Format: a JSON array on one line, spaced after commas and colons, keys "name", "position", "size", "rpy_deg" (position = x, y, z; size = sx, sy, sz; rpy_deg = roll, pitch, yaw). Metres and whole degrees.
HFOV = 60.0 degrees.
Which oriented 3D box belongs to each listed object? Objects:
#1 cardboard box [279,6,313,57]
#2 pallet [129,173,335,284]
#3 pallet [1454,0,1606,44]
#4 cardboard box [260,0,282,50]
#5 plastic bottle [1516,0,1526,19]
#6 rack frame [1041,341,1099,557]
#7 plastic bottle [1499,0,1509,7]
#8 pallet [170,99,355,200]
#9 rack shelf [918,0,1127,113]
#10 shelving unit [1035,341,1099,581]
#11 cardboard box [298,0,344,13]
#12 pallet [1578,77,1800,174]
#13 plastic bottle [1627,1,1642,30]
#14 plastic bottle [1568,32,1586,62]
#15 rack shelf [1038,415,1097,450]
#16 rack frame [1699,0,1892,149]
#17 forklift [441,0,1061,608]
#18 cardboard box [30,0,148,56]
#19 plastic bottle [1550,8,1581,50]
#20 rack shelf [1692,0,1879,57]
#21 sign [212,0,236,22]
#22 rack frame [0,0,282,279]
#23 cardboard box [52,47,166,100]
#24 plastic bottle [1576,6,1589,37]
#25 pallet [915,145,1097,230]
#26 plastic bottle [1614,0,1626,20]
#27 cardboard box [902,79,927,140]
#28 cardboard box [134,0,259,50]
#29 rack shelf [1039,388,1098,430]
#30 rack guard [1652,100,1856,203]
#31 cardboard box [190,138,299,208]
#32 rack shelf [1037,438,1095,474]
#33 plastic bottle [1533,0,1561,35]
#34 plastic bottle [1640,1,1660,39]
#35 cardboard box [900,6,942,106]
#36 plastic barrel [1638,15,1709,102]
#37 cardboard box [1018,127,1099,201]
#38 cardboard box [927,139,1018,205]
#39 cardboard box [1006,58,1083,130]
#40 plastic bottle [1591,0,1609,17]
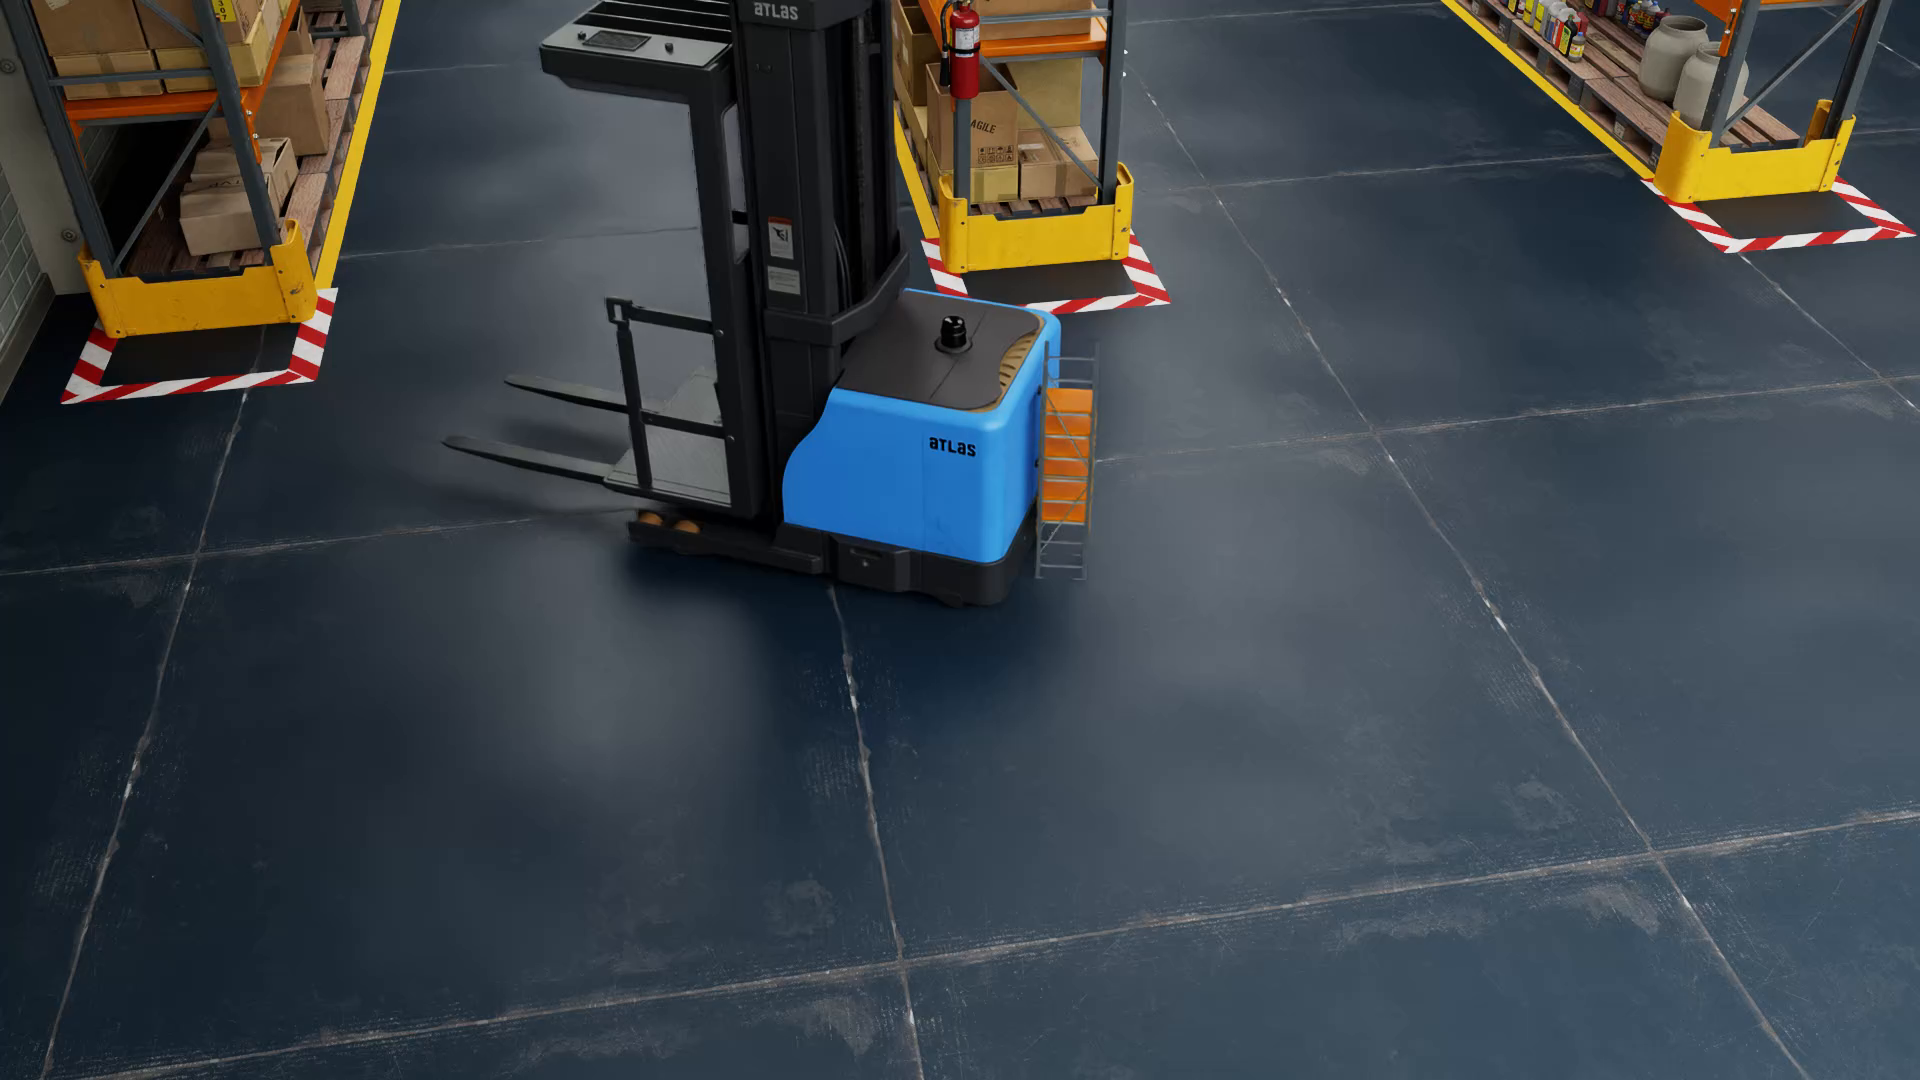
[{"name": "cardboard box", "position": [-4.894, -3.451, 11.825], "size": [0.500, 0.500, 0.500], "rpy_deg": [-9, 39, -11]}, {"name": "pallet", "position": [-4.535, -1.910, 10.436], "size": [1.003, 0.211, 1.213], "rpy_deg": [-6, 38, -8]}, {"name": "pallet", "position": [4.715, -4.441, 13.694], "size": [1.003, 0.211, 1.213], "rpy_deg": [-6, 38, -8]}, {"name": "cardboard box", "position": [-4.293, -3.060, 9.750], "size": [0.500, 0.250, 0.500], "rpy_deg": [-7, 38, -9]}, {"name": "plastic bottle", "position": [4.430, -4.201, 13.035], "size": [0.097, 0.201, 0.097], "rpy_deg": [0, 38, 0]}, {"name": "rack frame", "position": [0.492, -0.397, 7.683], "size": [0.240, 1.200, 0.006], "rpy_deg": [3, 38, 3]}, {"name": "plastic bottle", "position": [4.404, -4.434, 13.212], "size": [0.144, 0.351, 0.185], "rpy_deg": [-8, 39, -10]}, {"name": "pallet", "position": [-4.746, -2.645, 11.383], "size": [1.003, 0.211, 1.213], "rpy_deg": [-6, 38, -8]}, {"name": "rack shelf", "position": [0.111, -3.930, 11.349], "size": [1.077, 0.370, 4.000], "rpy_deg": [-6, 38, -8]}, {"name": "shelving unit", "position": [0.485, -0.341, 7.611], "size": [0.258, 1.200, 0.189], "rpy_deg": [3, 38, 3]}, {"name": "cardboard box", "position": [-5.261, -4.516, 13.197], "size": [0.700, 0.500, 0.500], "rpy_deg": [-5, 38, -6]}, {"name": "pallet", "position": [5.142, -2.967, 11.797], "size": [1.003, 0.211, 1.213], "rpy_deg": [-6, 38, -8]}, {"name": "plastic bottle", "position": [5.233, -4.061, 12.854], "size": [0.097, 0.201, 0.097], "rpy_deg": [0, 38, 0]}, {"name": "plastic bottle", "position": [4.586, -3.667, 12.347], "size": [0.097, 0.201, 0.097], "rpy_deg": [0, 38, 0]}, {"name": "rack shelf", "position": [0.485, -0.495, 7.491], "size": [0.258, 0.103, 0.180], "rpy_deg": [3, 38, 3]}, {"name": "rack frame", "position": [5.339, -3.536, 10.257], "size": [1.000, 3.000, 0.127], "rpy_deg": [-6, 38, -8]}, {"name": "forklift", "position": [-1.089, -1.379, 7.536], "size": [3.031, 2.935, 1.130], "rpy_deg": [11, 39, 14]}, {"name": "cardboard box", "position": [-4.706, -2.977, 9.032], "size": [0.500, 0.500, 0.500], "rpy_deg": [-7, 38, -8]}, {"name": "plastic bottle", "position": [4.568, -3.852, 12.524], "size": [0.152, 0.276, 0.135], "rpy_deg": [-6, 38, -8]}, {"name": "rack shelf", "position": [4.988, -4.460, 12.032], "size": [1.077, 0.370, 4.000], "rpy_deg": [-6, 38, -8]}, {"name": "sign", "position": [-3.880, -2.871, 8.695], "size": [0.100, 0.325, 0.005], "rpy_deg": [-6, 38, -8]}, {"name": "rack frame", "position": [-4.415, -2.471, 8.885], "size": [1.000, 3.000, 0.127], "rpy_deg": [-6, 38, -8]}, {"name": "cardboard box", "position": [-4.687, -2.681, 9.262], "size": [0.500, 0.250, 0.500], "rpy_deg": [-6, 38, -7]}, {"name": "plastic bottle", "position": [4.673, -3.866, 12.537], "size": [0.061, 0.283, 0.133], "rpy_deg": [-6, 38, -8]}, {"name": "pallet", "position": [0.287, -2.362, 11.018], "size": [1.003, 0.211, 1.213], "rpy_deg": [-6, 38, -8]}, {"name": "plastic bottle", "position": [5.197, -4.185, 13.014], "size": [0.097, 0.201, 0.097], "rpy_deg": [0, 38, 0]}, {"name": "cardboard box", "position": [-0.112, -2.980, 11.440], "size": [0.500, 0.250, 0.500], "rpy_deg": [-6, 38, -8]}, {"name": "cardboard box", "position": [-4.202, -3.036, 9.108], "size": [0.500, 0.500, 0.500], "rpy_deg": [-6, 38, -8]}, {"name": "rack shelf", "position": [0.485, -0.590, 7.417], "size": [0.258, 0.103, 0.180], "rpy_deg": [3, 38, 3]}, {"name": "rack guard", "position": [5.279, -2.590, 11.076], "size": [1.175, 0.500, 0.348], "rpy_deg": [-6, 38, -8]}, {"name": "cardboard box", "position": [-4.547, -2.354, 10.569], "size": [0.500, 0.311, 0.500], "rpy_deg": [-3, 38, -4]}, {"name": "rack shelf", "position": [0.485, -0.401, 7.564], "size": [0.258, 0.103, 0.180], "rpy_deg": [3, 38, 3]}, {"name": "plastic bottle", "position": [4.511, -4.065, 12.737], "size": [0.144, 0.351, 0.185], "rpy_deg": [-5, 38, -6]}, {"name": "plastic bottle", "position": [5.268, -3.968, 12.678], "size": [0.097, 0.271, 0.097], "rpy_deg": [0, 38, 0]}, {"name": "cardboard box", "position": [-0.115, -3.276, 11.210], "size": [0.500, 0.500, 0.500], "rpy_deg": [-6, 38, -8]}, {"name": "plastic barrel", "position": [5.061, -3.412, 11.782], "size": [0.421, 0.512, 0.421], "rpy_deg": [0, 38, 0]}, {"name": "cardboard box", "position": [0.587, -2.433, 10.736], "size": [0.500, 0.250, 0.500], "rpy_deg": [-6, 38, -8]}, {"name": "cardboard box", "position": [0.077, -2.378, 10.665], "size": [0.500, 0.250, 0.500], "rpy_deg": [-6, 38, -8]}, {"name": "cardboard box", "position": [0.497, -3.031, 10.895], "size": [0.500, 0.500, 0.500], "rpy_deg": [-6, 38, -8]}, {"name": "plastic bottle", "position": [5.045, -4.274, 13.062], "size": [0.061, 0.283, 0.133], "rpy_deg": [-6, 38, -8]}]
